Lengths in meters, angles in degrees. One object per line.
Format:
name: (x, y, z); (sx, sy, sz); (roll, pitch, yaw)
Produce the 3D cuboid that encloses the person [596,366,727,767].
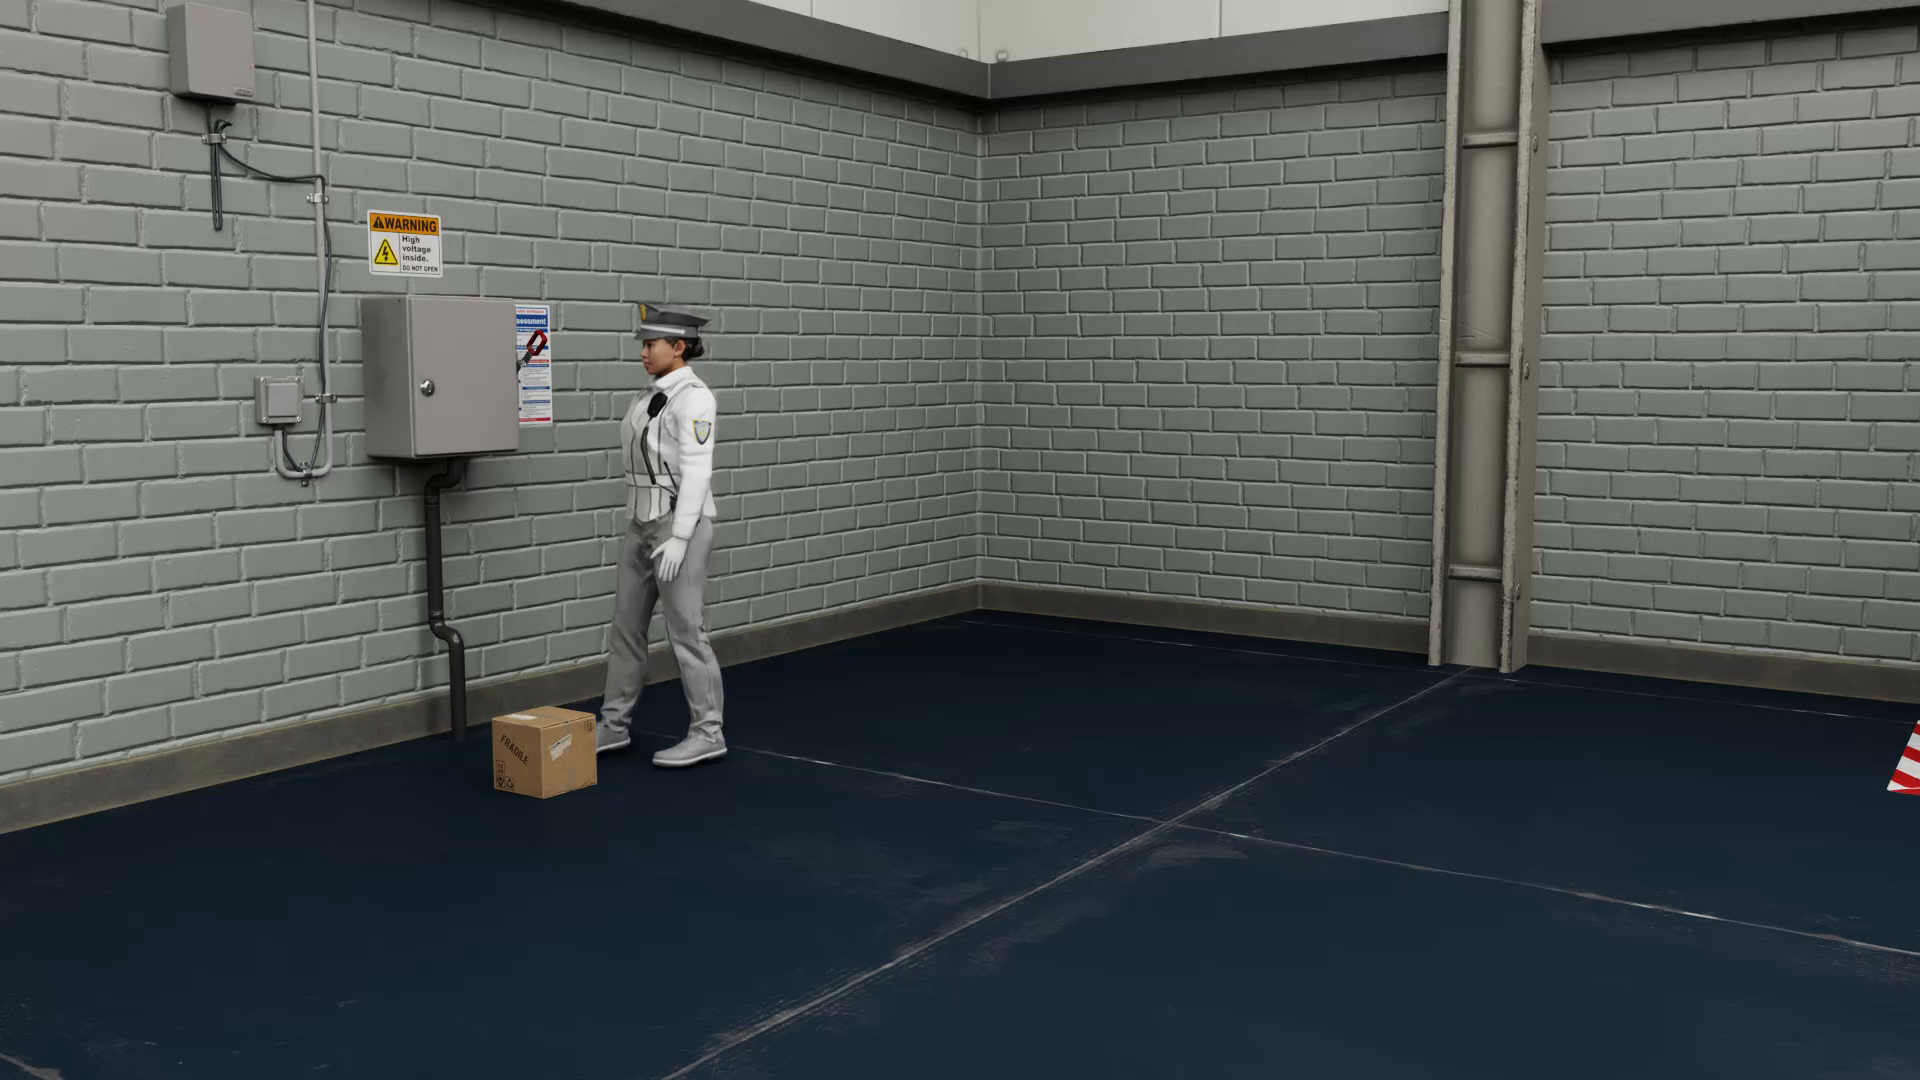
person: (-1.156, 0.096, 6.028); (0.538, 1.445, 0.530); (-4, 8, -34)
